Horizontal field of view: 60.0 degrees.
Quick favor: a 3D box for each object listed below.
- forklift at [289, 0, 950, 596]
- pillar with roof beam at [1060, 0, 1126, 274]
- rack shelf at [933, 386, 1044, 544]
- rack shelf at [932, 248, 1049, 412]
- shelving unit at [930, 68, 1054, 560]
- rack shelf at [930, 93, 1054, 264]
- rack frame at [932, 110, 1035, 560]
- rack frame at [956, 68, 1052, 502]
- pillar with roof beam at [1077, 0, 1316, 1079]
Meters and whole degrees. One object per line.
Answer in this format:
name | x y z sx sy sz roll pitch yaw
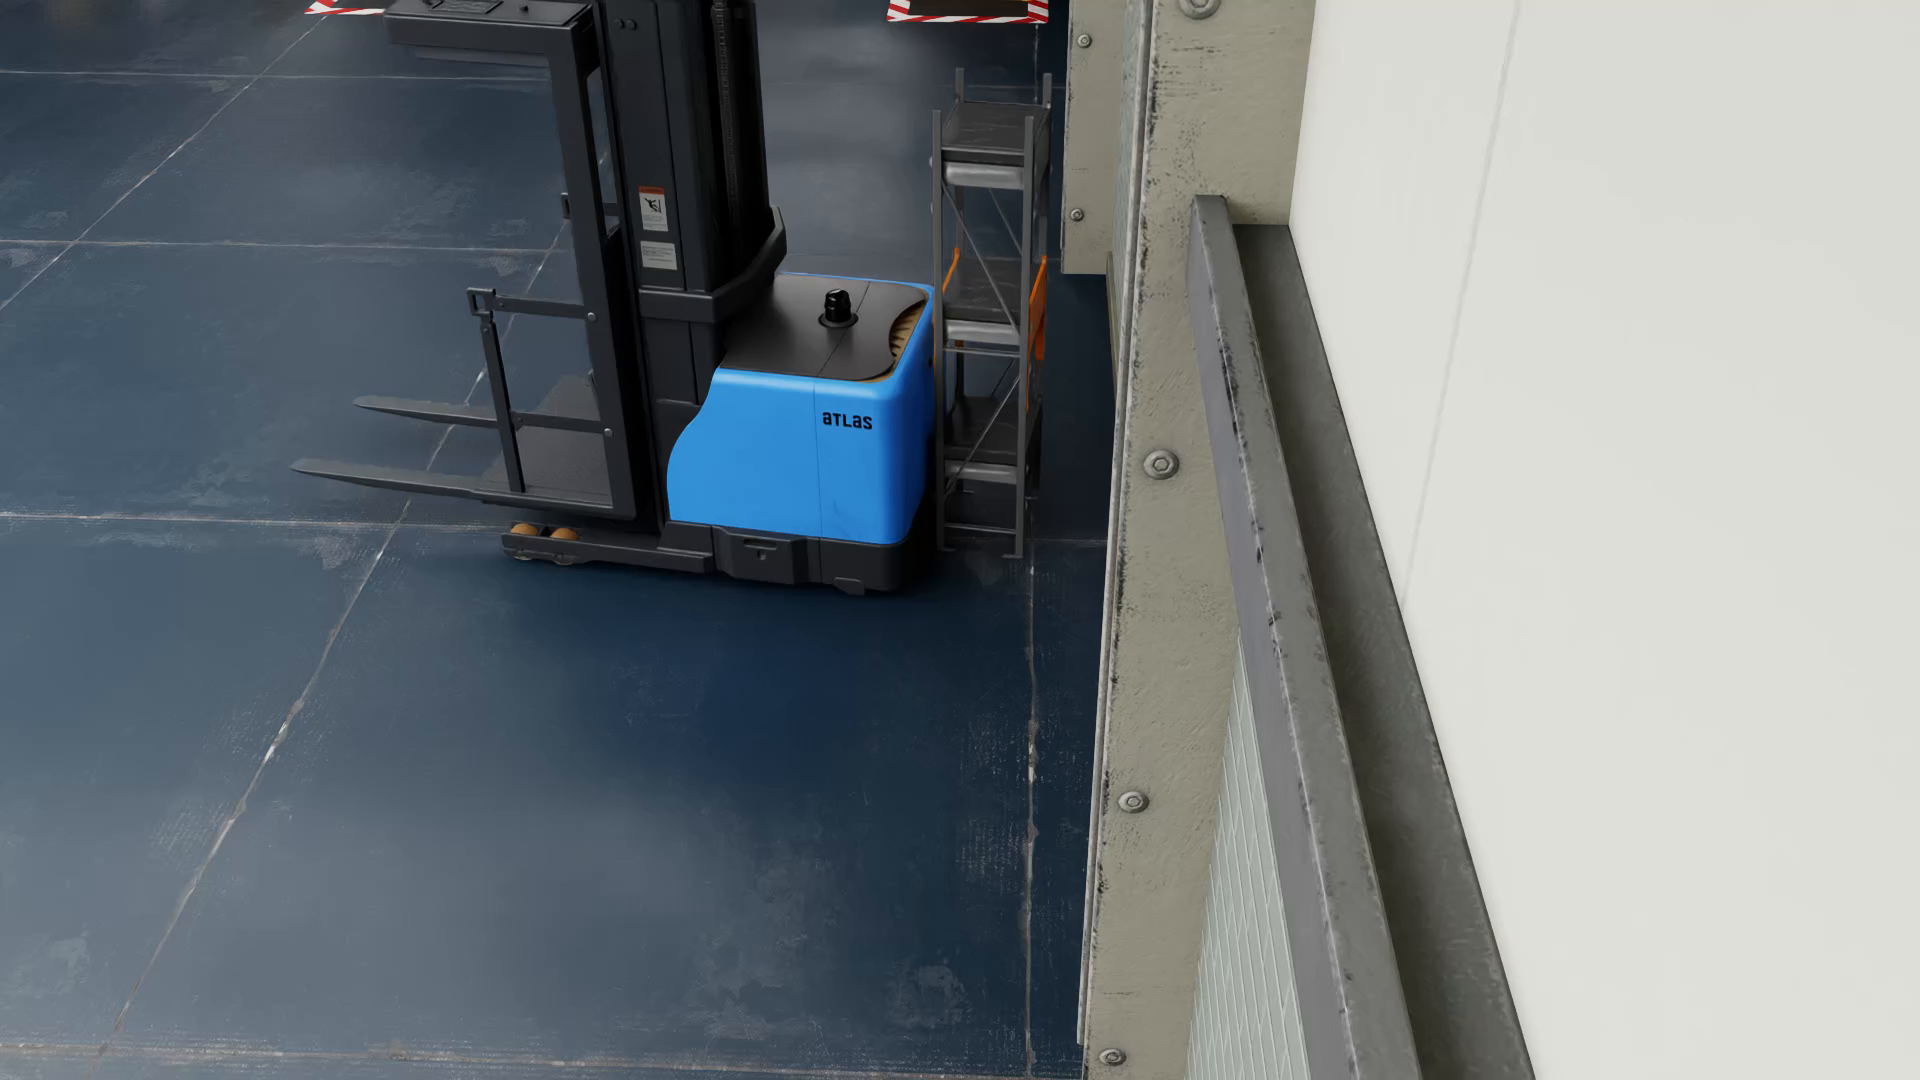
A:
forklift | -1.619 -1.374 7.155 3.031 2.935 1.130 7 36 9
pillar with roof beam | -3.530 -5.502 7.752 9.100 9.000 0.400 1 35 2
rack shelf | 0.135 -0.348 7.660 0.431 0.518 0.480 6 36 9
rack shelf | 0.135 -0.921 7.258 0.431 0.518 0.480 6 36 9
shelving unit | 0.135 -0.932 7.250 0.431 2.100 0.503 6 36 9
rack shelf | 0.135 -1.493 6.855 0.431 0.518 0.480 6 36 9
rack frame | 0.090 -0.794 7.054 0.400 2.100 0.015 6 36 9
rack frame | 0.180 -1.070 7.446 0.400 2.100 0.015 6 36 9
pillar with roof beam | -3.771 -2.054 2.847 9.100 9.000 0.400 1 35 2
